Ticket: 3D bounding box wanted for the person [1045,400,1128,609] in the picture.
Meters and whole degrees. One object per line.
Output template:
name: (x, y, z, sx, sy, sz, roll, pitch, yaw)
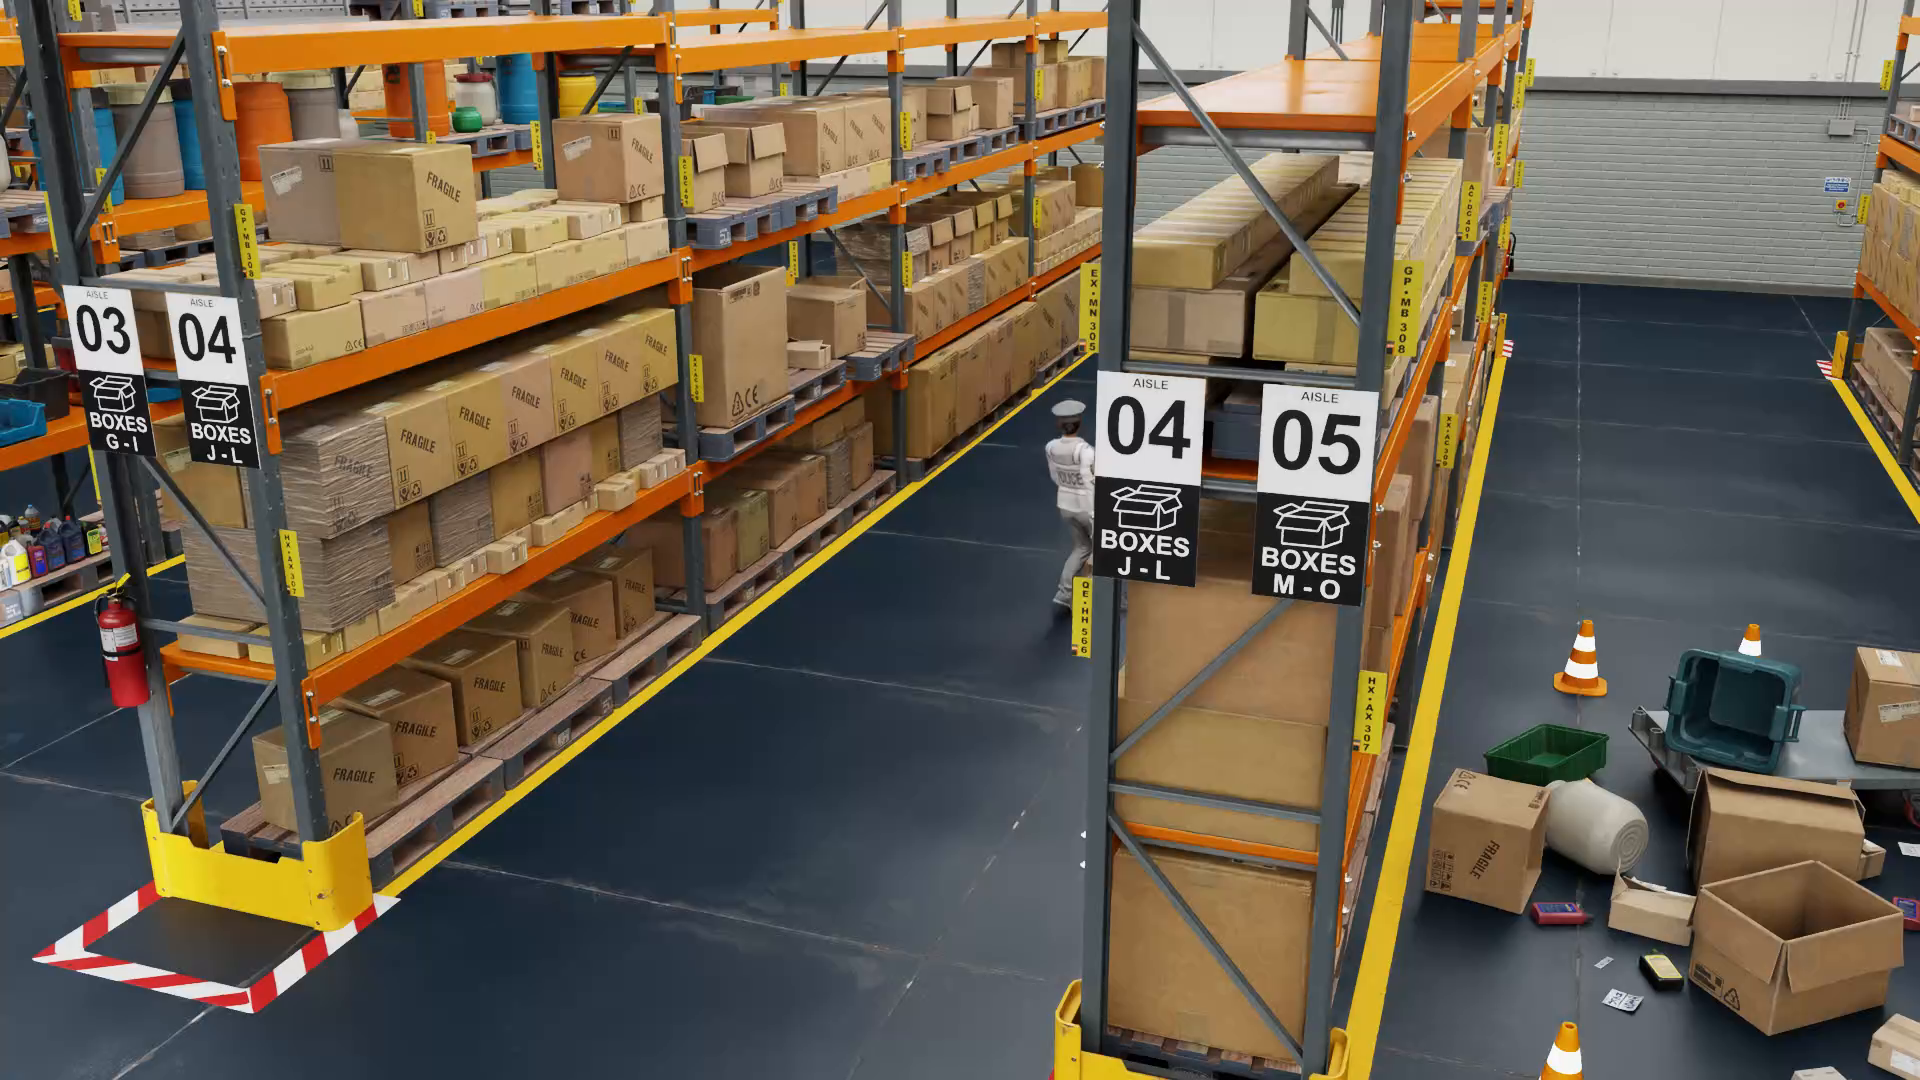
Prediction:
person: (0.954, -0.235, 12.347, 0.510, 1.662, 0.720, 17, 25, 41)
